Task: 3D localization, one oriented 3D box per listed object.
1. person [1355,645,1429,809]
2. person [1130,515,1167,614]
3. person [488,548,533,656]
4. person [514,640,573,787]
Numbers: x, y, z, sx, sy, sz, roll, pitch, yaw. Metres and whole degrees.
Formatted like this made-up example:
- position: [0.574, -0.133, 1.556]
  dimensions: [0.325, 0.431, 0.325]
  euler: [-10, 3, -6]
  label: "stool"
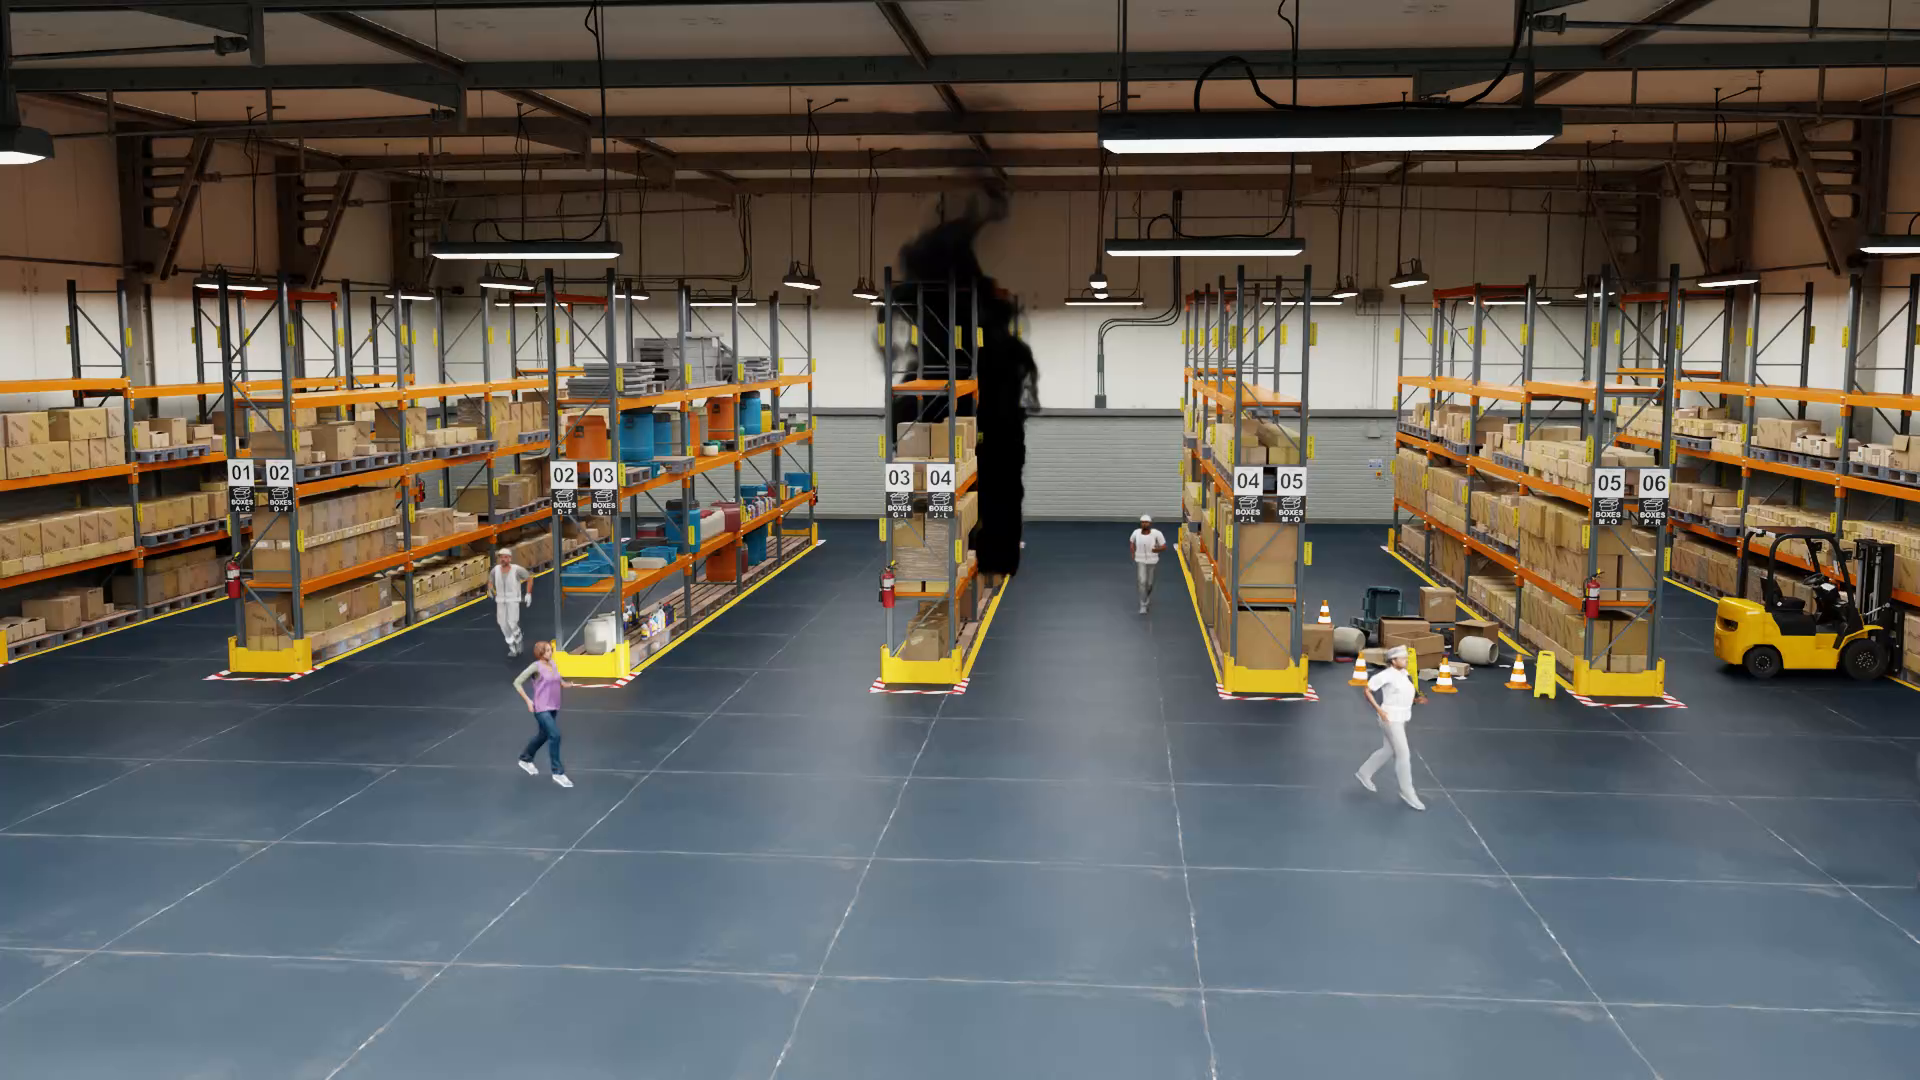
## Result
- position: [4.681, 1.983, 18.006]
  dimensions: [0.860, 1.737, 0.569]
  euler: [6, 9, 39]
  label: "person"
- position: [3.445, 0.420, 30.535]
  dimensions: [0.682, 1.780, 0.915]
  euler: [1, 7, 8]
  label: "person"
- position: [-7.067, 0.988, 26.001]
  dimensions: [0.669, 1.732, 0.660]
  euler: [1, 7, 5]
  label: "person"
- position: [-4.680, 1.933, 18.692]
  dimensions: [0.784, 1.630, 0.517]
  euler: [2, 7, 20]
  label: "person"
